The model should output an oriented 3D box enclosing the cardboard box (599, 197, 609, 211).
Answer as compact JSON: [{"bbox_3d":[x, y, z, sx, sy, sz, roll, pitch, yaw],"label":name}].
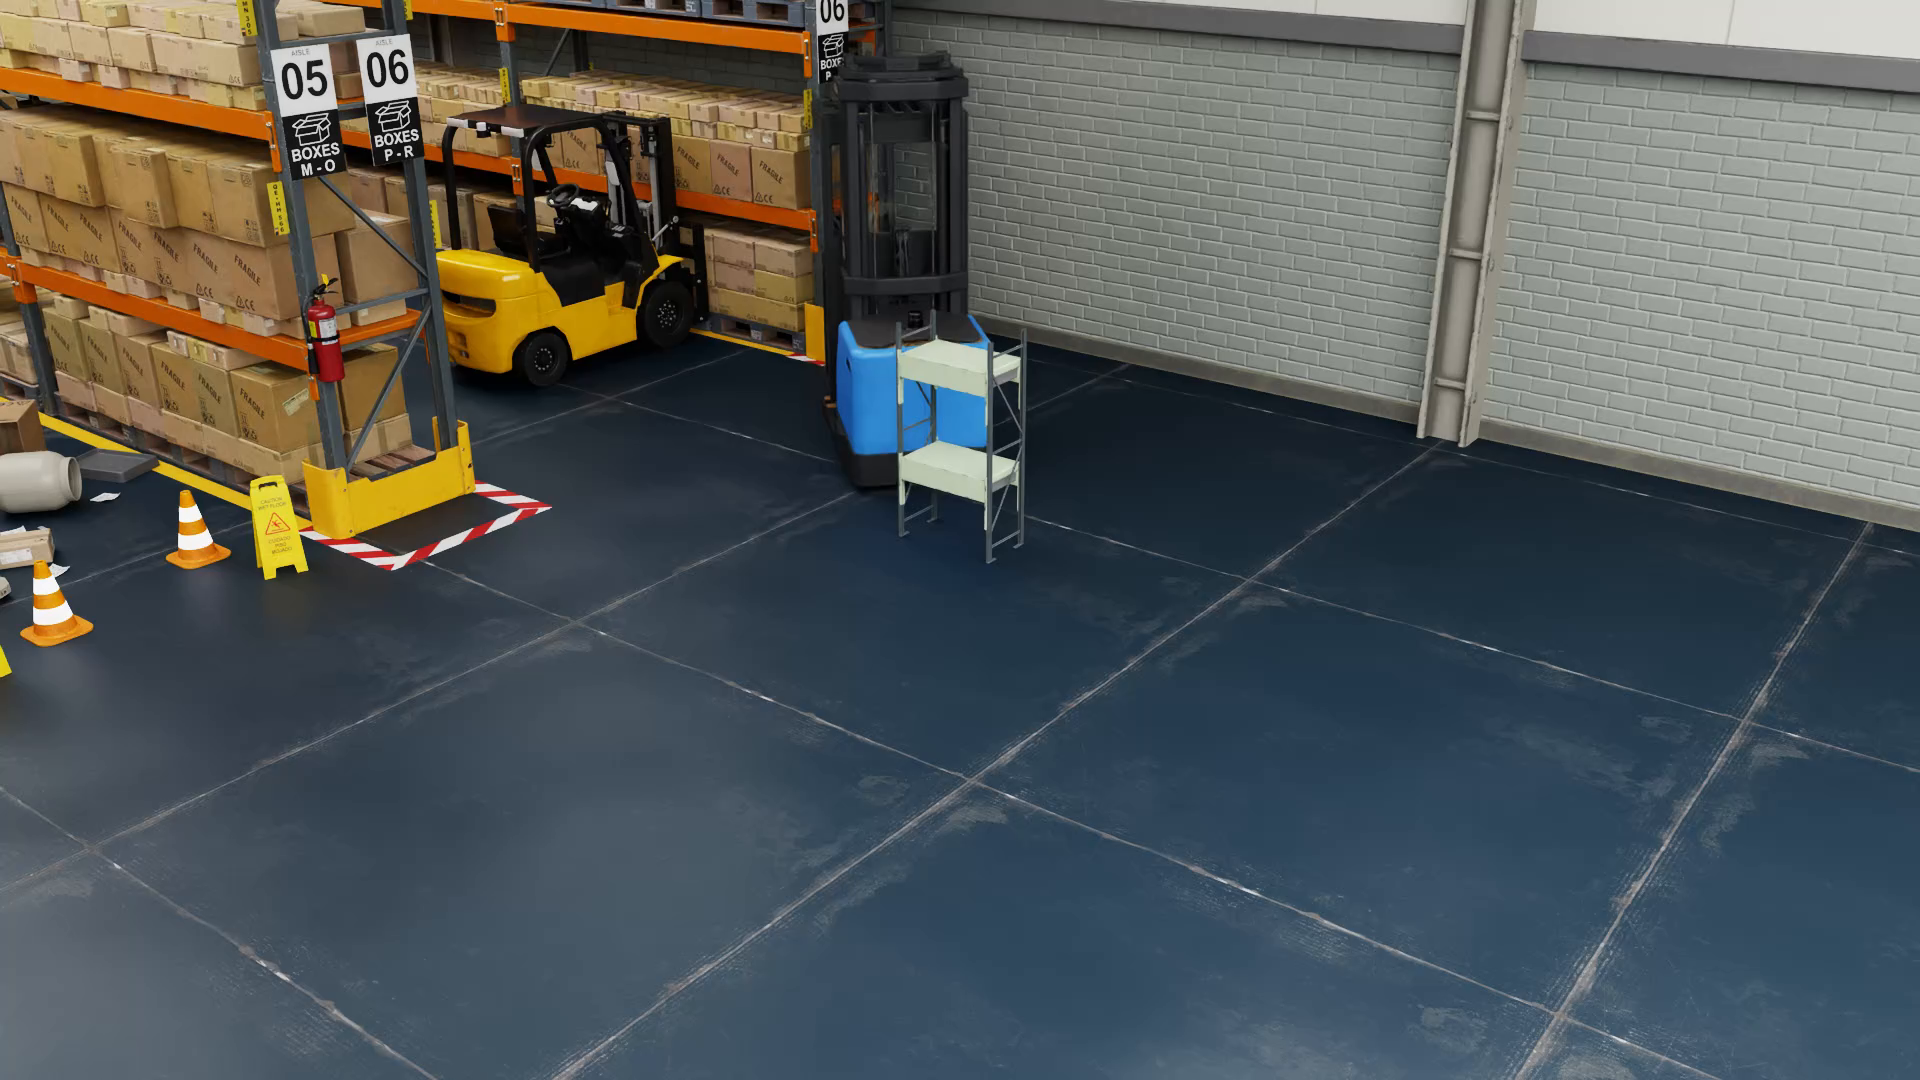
[{"bbox_3d":[-3.543,-3.191,16.422,0.500,0.250,0.500,17,29,33],"label":"cardboard box"}]

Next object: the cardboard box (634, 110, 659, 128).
[{"bbox_3d":[-2.822,-3.945,15.556,0.250,0.149,0.380,16,28,32],"label":"cardboard box"}]

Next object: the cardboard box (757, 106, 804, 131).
[{"bbox_3d":[-1.573,-3.725,14.686,0.250,0.149,0.380,17,29,33],"label":"cardboard box"}]

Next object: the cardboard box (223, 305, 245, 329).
[{"bbox_3d":[-4.807,-1.576,11.419,0.250,0.149,0.380,16,29,32],"label":"cardboard box"}]

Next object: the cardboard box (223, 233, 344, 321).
[{"bbox_3d":[-4.518,-1.800,11.121,0.500,0.500,0.500,16,29,32],"label":"cardboard box"}]

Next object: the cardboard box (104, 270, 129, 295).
[{"bbox_3d":[-6.041,-1.936,12.235,0.250,0.149,0.380,17,29,34],"label":"cardboard box"}]

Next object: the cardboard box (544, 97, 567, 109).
[{"bbox_3d":[-3.840,-4.264,16.278,0.250,0.149,0.380,18,29,34],"label":"cardboard box"}]

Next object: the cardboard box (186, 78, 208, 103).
[{"bbox_3d":[-4.783,-2.954,10.826,0.250,0.149,0.380,18,29,35],"label":"cardboard box"}]

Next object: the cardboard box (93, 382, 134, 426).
[{"bbox_3d":[-6.375,-1.121,12.964,0.500,0.250,0.500,19,30,36],"label":"cardboard box"}]

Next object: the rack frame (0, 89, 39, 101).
[{"bbox_3d":[-13.747,-7.047,23.523,0.127,3.000,1.000,17,29,33],"label":"rack frame"}]

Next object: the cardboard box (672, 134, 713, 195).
[{"bbox_3d":[-2.315,-3.510,15.372,0.500,0.500,0.500,16,29,32],"label":"cardboard box"}]

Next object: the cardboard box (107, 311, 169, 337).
[{"bbox_3d":[-6.115,-1.649,12.428,0.250,0.149,0.380,19,30,36],"label":"cardboard box"}]

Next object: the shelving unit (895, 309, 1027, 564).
[{"bbox_3d":[0.005,-0.685,10.944,0.755,1.500,0.431,17,29,33],"label":"shelving unit"}]

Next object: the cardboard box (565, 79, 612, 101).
[{"bbox_3d":[-3.595,-4.358,16.124,0.250,0.149,0.380,16,29,32],"label":"cardboard box"}]

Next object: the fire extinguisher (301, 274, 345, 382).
[{"bbox_3d":[-4.103,-1.364,10.721,0.183,0.674,0.296,17,29,33],"label":"fire extinguisher"}]

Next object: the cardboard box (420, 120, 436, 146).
[{"bbox_3d":[-5.490,-4.364,17.619,0.500,0.250,0.500,17,29,34],"label":"cardboard box"}]

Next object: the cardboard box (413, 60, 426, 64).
[{"bbox_3d":[-6.116,-5.207,18.419,0.250,0.149,0.380,17,29,33],"label":"cardboard box"}]

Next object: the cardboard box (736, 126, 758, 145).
[{"bbox_3d":[-1.783,-3.649,14.882,0.250,0.149,0.380,17,29,34],"label":"cardboard box"}]

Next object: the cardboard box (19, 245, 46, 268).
[{"bbox_3d":[-7.059,-2.248,12.944,0.250,0.149,0.380,17,29,33],"label":"cardboard box"}]

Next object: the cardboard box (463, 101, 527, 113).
[{"bbox_3d":[-4.691,-4.341,16.949,0.500,0.250,0.500,16,28,32],"label":"cardboard box"}]

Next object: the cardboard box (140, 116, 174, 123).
[{"bbox_3d":[-10.182,-5.341,21.057,0.250,0.149,0.380,15,28,31],"label":"cardboard box"}]

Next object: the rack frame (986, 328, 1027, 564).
[{"bbox_3d":[0.298,-0.596,10.743,0.023,1.500,0.400,17,29,33],"label":"rack frame"}]

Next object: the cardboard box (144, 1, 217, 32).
[{"bbox_3d":[-5.128,-3.454,10.973,0.250,0.149,0.380,17,29,33],"label":"cardboard box"}]

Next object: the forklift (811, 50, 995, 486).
[{"bbox_3d":[-0.527,-2.291,12.815,1.130,2.935,3.031,-4,24,-10],"label":"forklift"}]

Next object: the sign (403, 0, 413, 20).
[{"bbox_3d":[-3.593,-3.523,10.722,0.005,0.325,0.100,17,29,33],"label":"sign"}]

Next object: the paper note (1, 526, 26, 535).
[{"bbox_3d":[-6.458,-0.052,11.343,0.148,0.019,0.142,-15,28,-30],"label":"paper note"}]

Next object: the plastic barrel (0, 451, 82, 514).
[{"bbox_3d":[-6.479,-0.407,11.650,0.512,0.421,0.421,-5,24,-12],"label":"plastic barrel"}]

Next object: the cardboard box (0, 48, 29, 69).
[{"bbox_3d":[-6.842,-3.564,12.209,0.250,0.149,0.380,17,29,33],"label":"cardboard box"}]

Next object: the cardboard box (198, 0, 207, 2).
[{"bbox_3d":[-5.026,-3.689,11.505,0.250,0.149,0.380,18,29,35],"label":"cardboard box"}]

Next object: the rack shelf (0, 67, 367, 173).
[{"bbox_3d":[-5.519,-3.102,11.743,4.000,0.370,1.077,17,29,33],"label":"rack shelf"}]

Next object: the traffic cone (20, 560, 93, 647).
[{"bbox_3d":[-5.430,0.338,9.909,0.334,0.463,0.336,17,29,33],"label":"traffic cone"}]

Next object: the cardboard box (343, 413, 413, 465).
[{"bbox_3d":[-4.398,-0.794,12.220,0.500,0.250,0.500,17,29,33],"label":"cardboard box"}]

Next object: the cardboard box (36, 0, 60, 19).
[{"bbox_3d":[-6.208,-3.748,11.638,0.250,0.149,0.380,16,28,32],"label":"cardboard box"}]

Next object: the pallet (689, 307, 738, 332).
[{"bbox_3d":[-2.553,-2.368,16.363,1.213,0.211,1.003,17,29,33],"label":"pallet"}]

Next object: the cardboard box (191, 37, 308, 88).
[{"bbox_3d":[-4.489,-3.052,10.554,0.500,0.250,0.500,16,29,33],"label":"cardboard box"}]

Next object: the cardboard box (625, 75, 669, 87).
[{"bbox_3d":[-3.075,-4.470,16.377,0.250,0.149,0.380,16,28,32],"label":"cardboard box"}]

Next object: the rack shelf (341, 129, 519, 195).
[{"bbox_3d":[-5.745,-4.299,18.180,4.000,0.370,1.077,17,29,33],"label":"rack shelf"}]

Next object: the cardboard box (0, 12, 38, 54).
[{"bbox_3d":[-6.513,-3.666,11.948,0.500,0.250,0.500,17,29,33],"label":"cardboard box"}]

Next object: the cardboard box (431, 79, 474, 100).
[{"bbox_3d":[-5.223,-4.652,17.160,0.250,0.149,0.380,16,28,32],"label":"cardboard box"}]

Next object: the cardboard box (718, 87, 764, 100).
[{"bbox_3d":[-2.060,-4.156,15.664,0.250,0.149,0.380,16,28,32],"label":"cardboard box"}]

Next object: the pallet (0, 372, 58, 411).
[{"bbox_3d":[-7.743,-1.454,14.289,1.213,0.211,1.003,17,29,33],"label":"pallet"}]

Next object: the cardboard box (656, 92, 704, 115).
[{"bbox_3d":[-2.588,-4.044,15.411,0.250,0.149,0.380,17,29,34],"label":"cardboard box"}]

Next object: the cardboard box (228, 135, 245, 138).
[{"bbox_3d":[-8.937,-4.825,20.255,0.250,0.149,0.380,15,28,31],"label":"cardboard box"}]

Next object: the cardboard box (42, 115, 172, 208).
[{"bbox_3d":[-6.116,-2.745,12.027,0.500,0.500,0.700,16,28,32],"label":"cardboard box"}]

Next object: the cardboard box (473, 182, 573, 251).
[{"bbox_3d":[-4.569,-3.373,17.610,0.625,0.625,0.875,18,30,36],"label":"cardboard box"}]

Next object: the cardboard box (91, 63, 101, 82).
[{"bbox_3d":[-5.781,-3.272,11.547,0.250,0.149,0.380,17,29,34],"label":"cardboard box"}]

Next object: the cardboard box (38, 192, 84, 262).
[{"bbox_3d":[-6.518,-2.414,12.516,0.500,0.500,0.500,17,29,33],"label":"cardboard box"}]

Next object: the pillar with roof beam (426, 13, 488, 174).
[{"bbox_3d":[-8.344,-6.444,14.715,0.400,9.000,9.100,17,29,33],"label":"pillar with roof beam"}]

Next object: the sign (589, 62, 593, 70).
[{"bbox_3d":[-3.813,-4.757,17.154,0.005,0.325,0.100,17,29,33],"label":"sign"}]

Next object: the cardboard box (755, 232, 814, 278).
[{"bbox_3d":[-1.500,-2.580,15.035,0.500,0.250,0.500,18,29,35],"label":"cardboard box"}]

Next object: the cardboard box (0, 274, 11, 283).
[{"bbox_3d":[-9.278,-2.184,15.225,0.625,0.372,0.950,16,28,32],"label":"cardboard box"}]

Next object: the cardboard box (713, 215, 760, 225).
[{"bbox_3d":[-2.011,-2.991,15.966,0.500,0.250,0.500,17,29,33],"label":"cardboard box"}]

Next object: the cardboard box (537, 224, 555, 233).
[{"bbox_3d":[-3.943,-3.091,16.815,0.500,0.250,0.500,17,29,33],"label":"cardboard box"}]

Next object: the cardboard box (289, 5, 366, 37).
[{"bbox_3d":[-4.080,-3.350,10.735,0.250,0.149,0.380,17,29,33],"label":"cardboard box"}]

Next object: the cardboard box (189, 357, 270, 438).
[{"bbox_3d":[-5.135,-1.087,11.956,0.500,0.500,0.500,18,30,35],"label":"cardboard box"}]

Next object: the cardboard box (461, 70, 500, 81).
[{"bbox_3d":[-5.081,-4.908,17.740,0.250,0.149,0.380,17,29,33],"label":"cardboard box"}]
